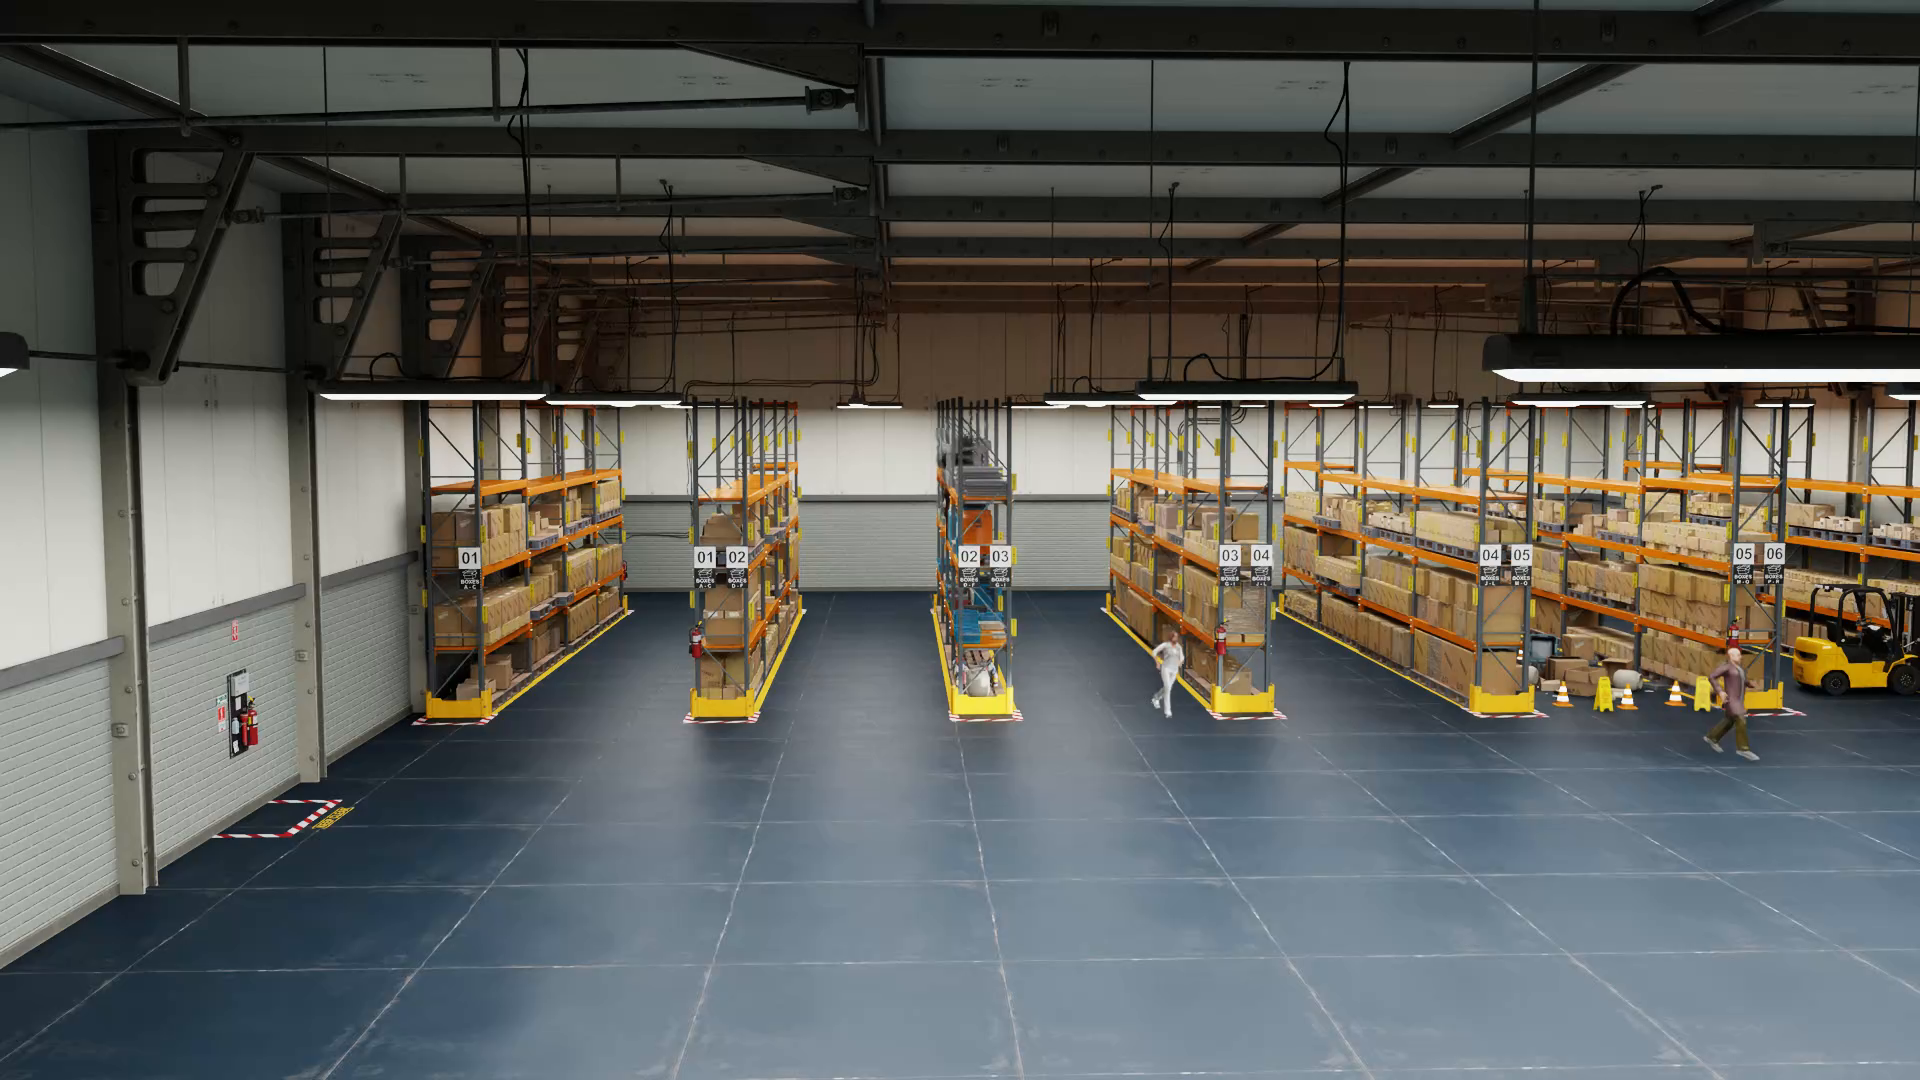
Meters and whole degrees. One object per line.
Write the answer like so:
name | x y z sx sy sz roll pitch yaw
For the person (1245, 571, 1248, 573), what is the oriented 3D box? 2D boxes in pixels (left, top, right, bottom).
person | 7.914 1.247 47.619 0.727 1.592 0.612 3 5 32

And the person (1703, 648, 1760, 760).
person | 12.791 2.678 27.503 0.694 1.787 0.984 -4 6 -41

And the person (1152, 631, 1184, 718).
person | 3.962 2.623 31.525 0.578 1.382 0.830 -2 5 -24
